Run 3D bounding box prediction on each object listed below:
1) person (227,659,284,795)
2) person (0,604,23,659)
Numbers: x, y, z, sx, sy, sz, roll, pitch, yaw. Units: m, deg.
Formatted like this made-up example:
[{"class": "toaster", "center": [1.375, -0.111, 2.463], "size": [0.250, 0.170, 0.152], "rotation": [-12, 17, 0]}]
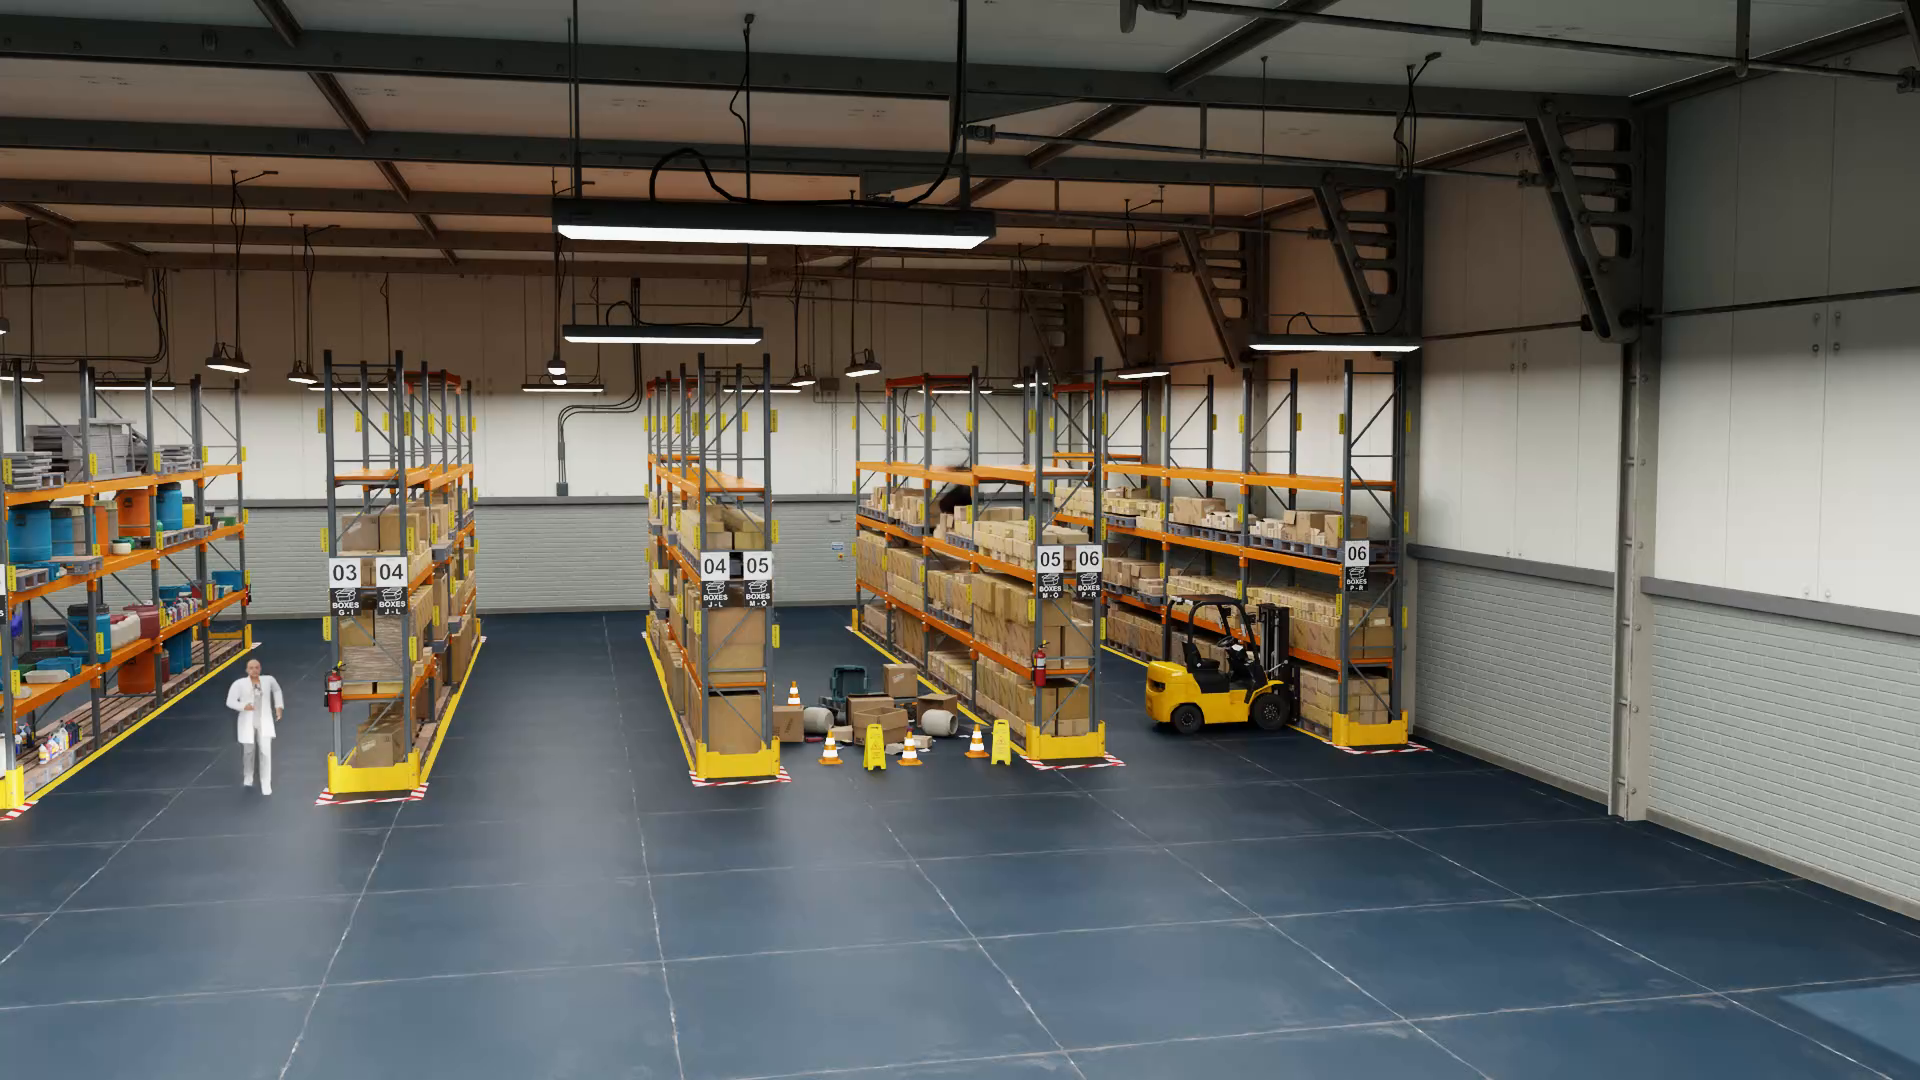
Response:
[{"class": "person", "center": [-9.608, 2.549, 22.698], "size": [0.733, 1.868, 0.846], "rotation": [-2, 5, -29]}, {"class": "person", "center": [-18.044, 1.993, 31.618], "size": [0.551, 1.611, 0.539], "rotation": [-2, 4, -25]}]
